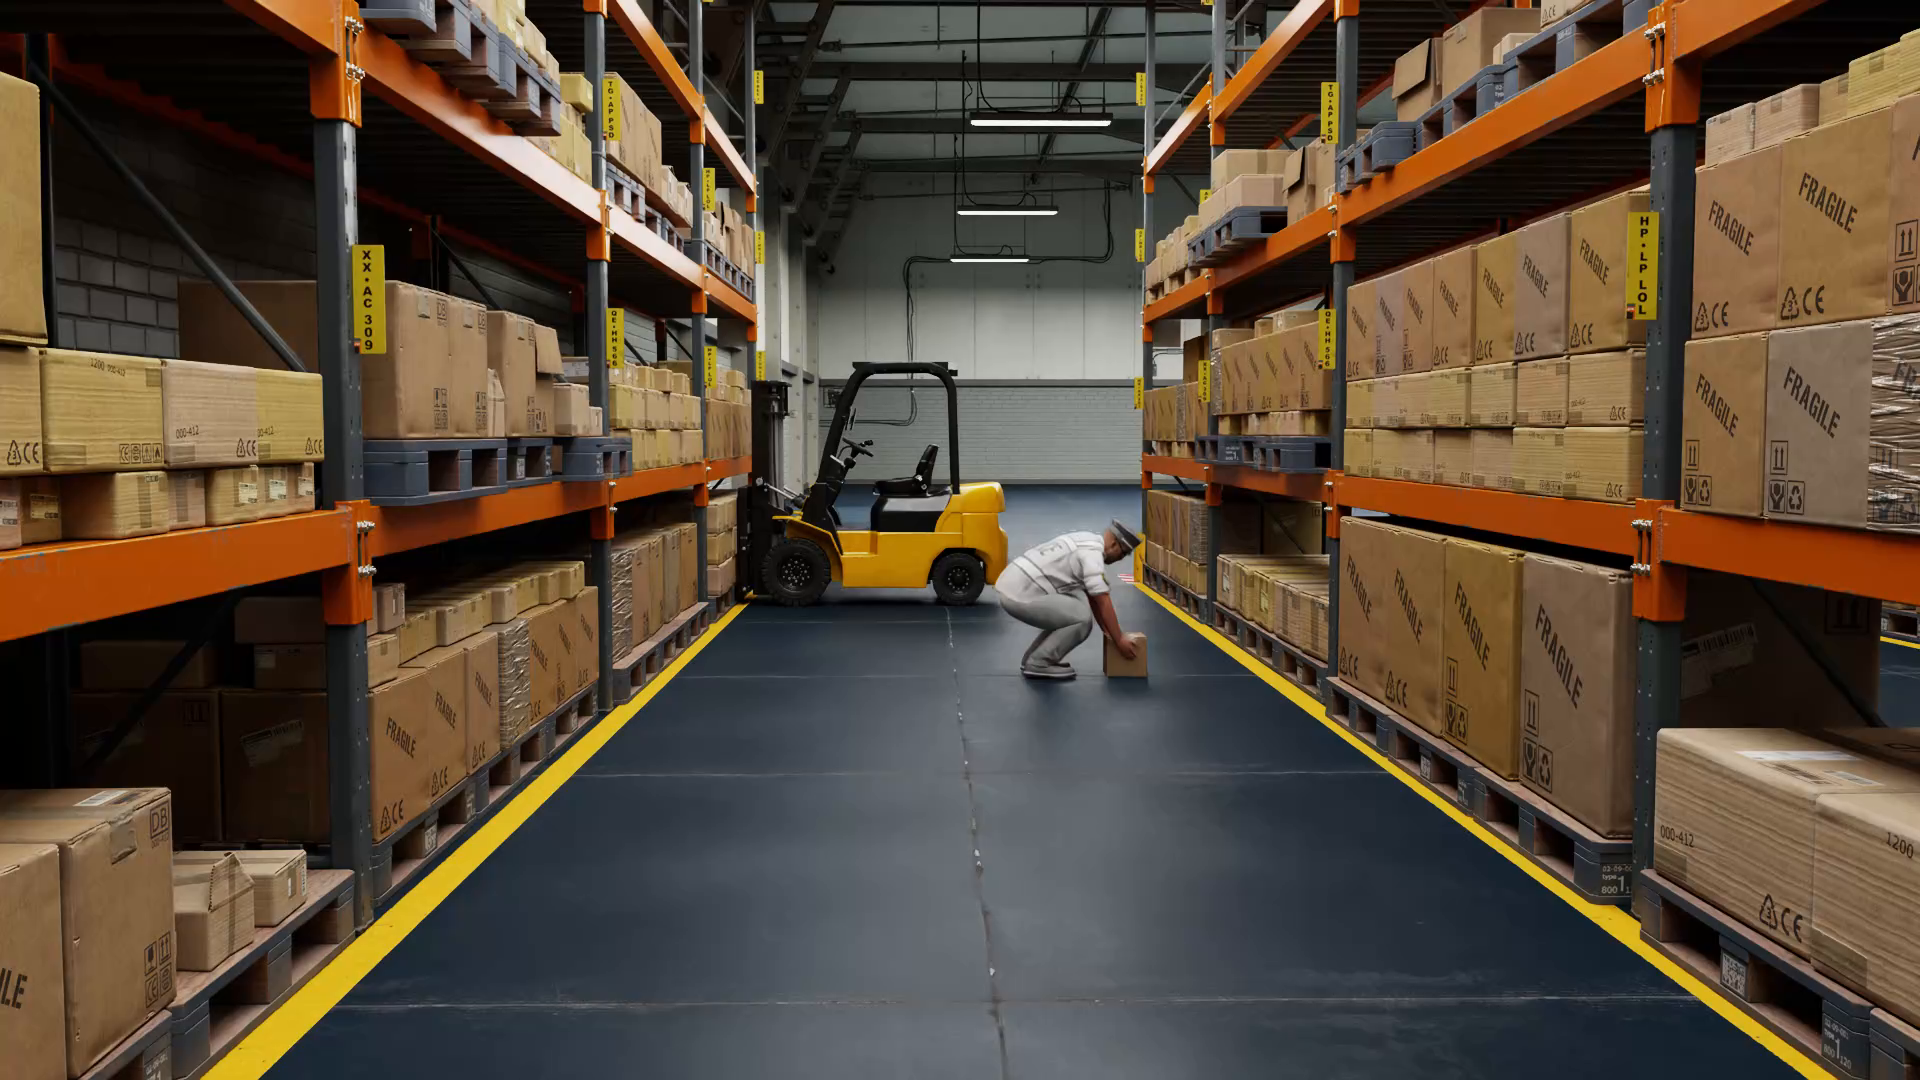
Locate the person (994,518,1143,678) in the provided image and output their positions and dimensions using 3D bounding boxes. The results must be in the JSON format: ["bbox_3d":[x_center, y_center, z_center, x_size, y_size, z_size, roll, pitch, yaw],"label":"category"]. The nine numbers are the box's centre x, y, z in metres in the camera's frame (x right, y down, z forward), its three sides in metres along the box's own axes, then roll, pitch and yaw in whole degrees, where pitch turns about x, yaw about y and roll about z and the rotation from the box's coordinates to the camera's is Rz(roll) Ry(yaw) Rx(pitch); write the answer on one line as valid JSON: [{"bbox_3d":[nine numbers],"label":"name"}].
[{"bbox_3d":[0.692,0.361,10.544,0.949,0.990,0.569,0,4,-2],"label":"person"}]
